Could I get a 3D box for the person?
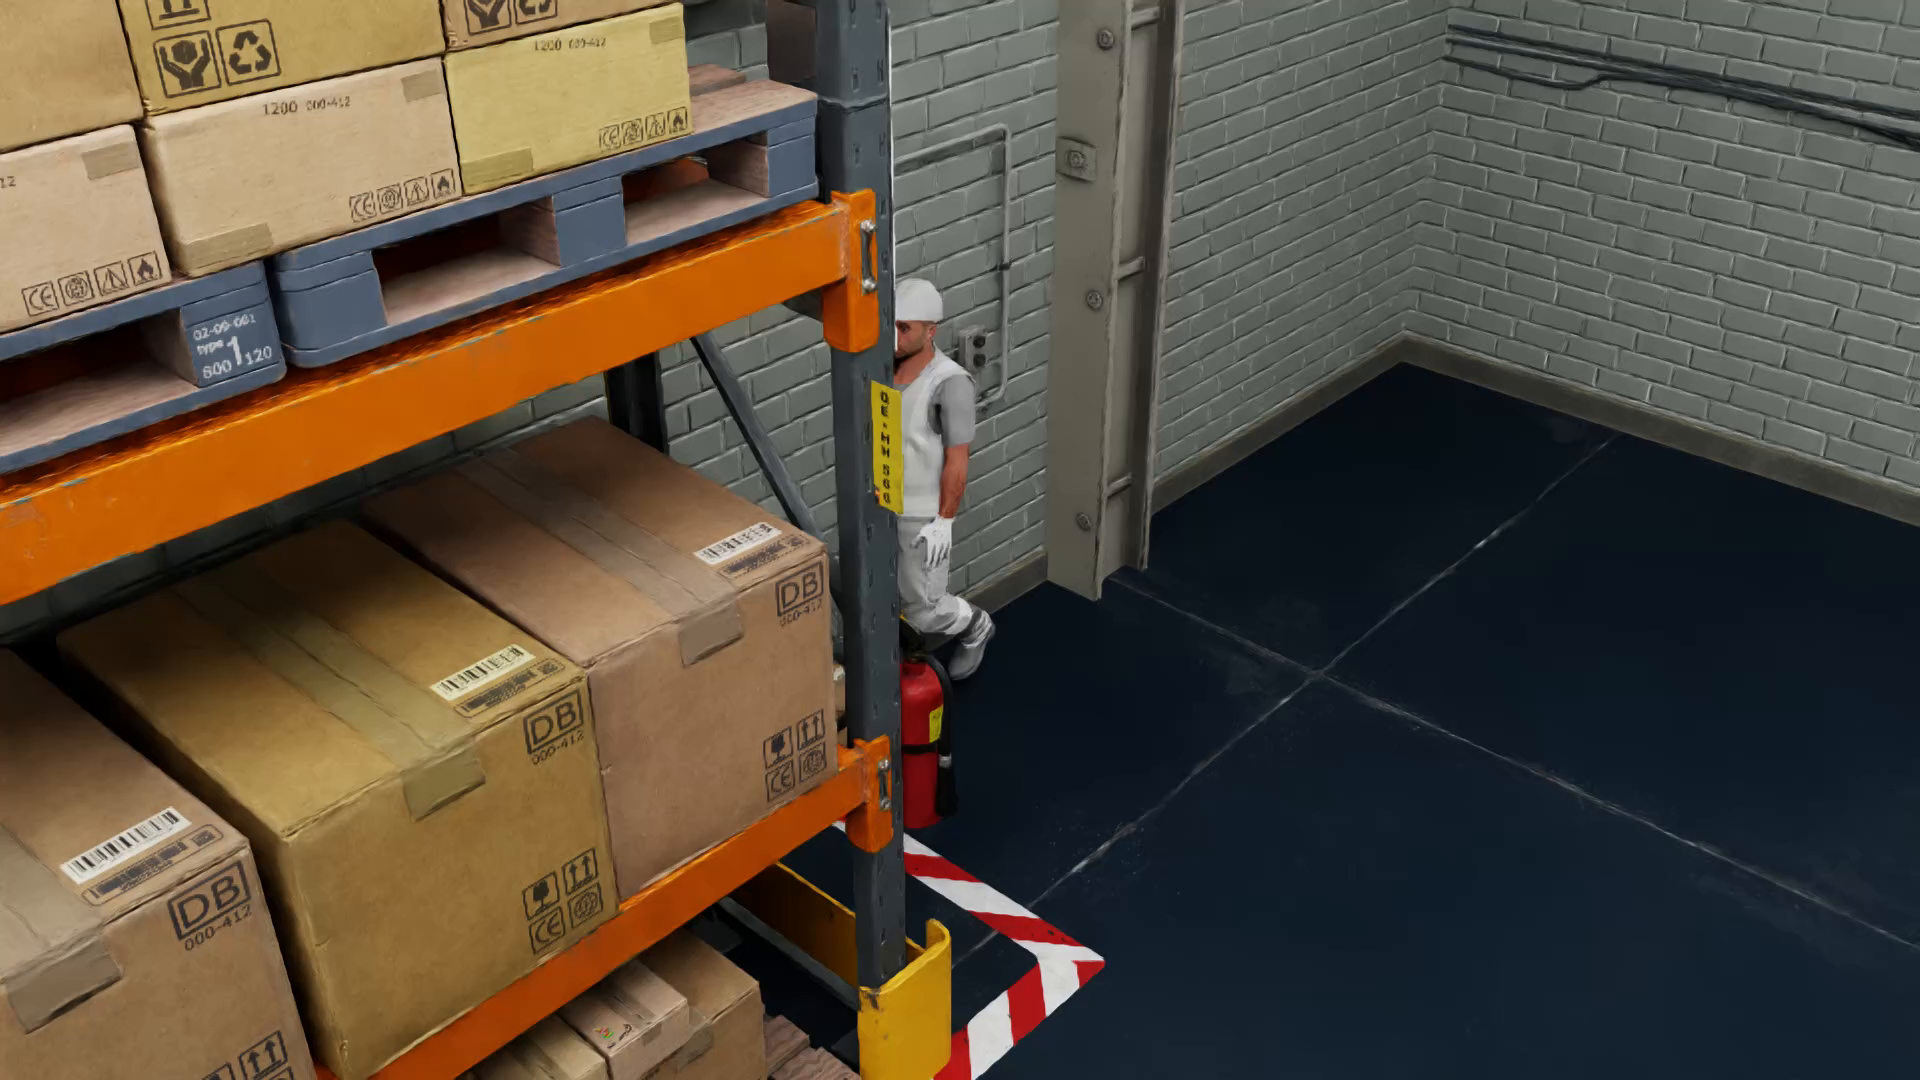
[{"bbox_3d":[-0.225,-0.125,6.319,0.555,1.779,0.791,25,39,35],"label":"person"}]
